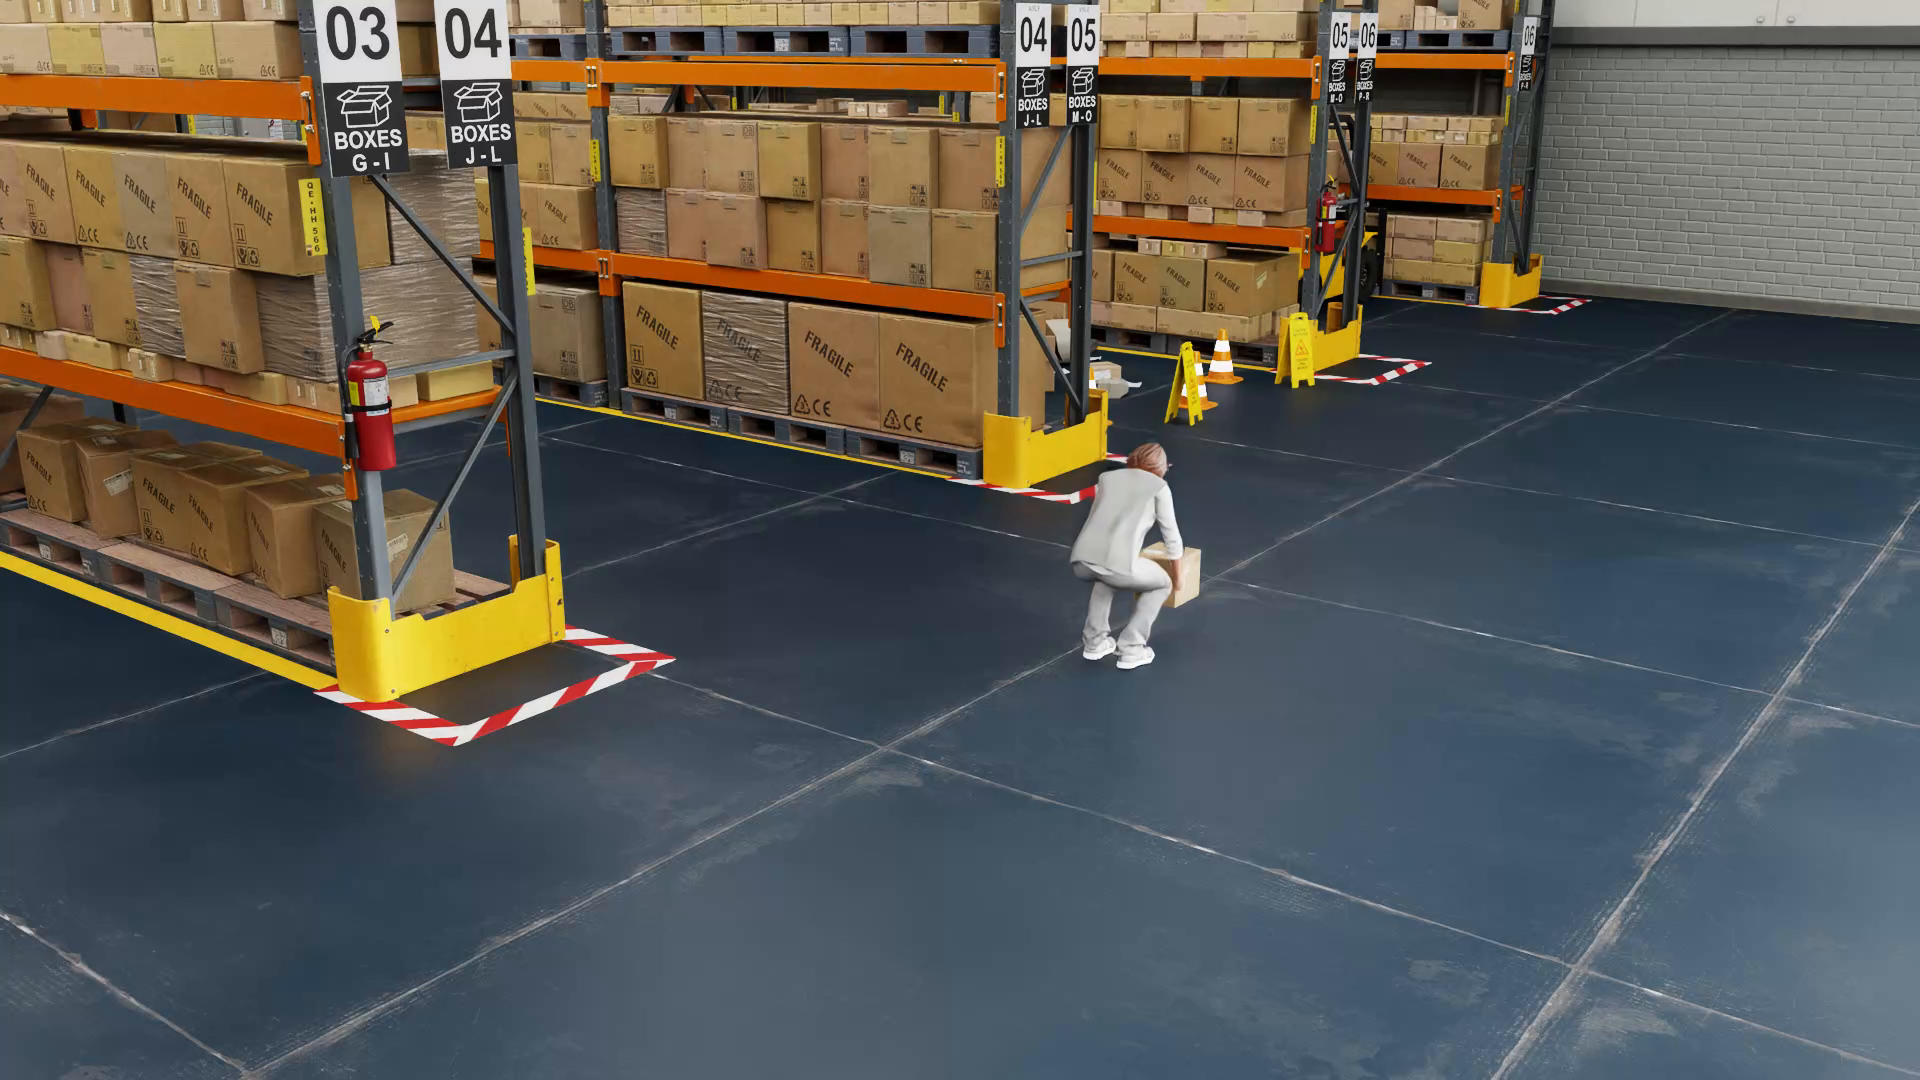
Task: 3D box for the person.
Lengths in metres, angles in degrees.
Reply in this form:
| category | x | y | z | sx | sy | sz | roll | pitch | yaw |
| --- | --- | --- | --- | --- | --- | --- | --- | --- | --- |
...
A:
| category | x | y | z | sx | sy | sz | roll | pitch | yaw |
| --- | --- | --- | --- | --- | --- | --- | --- | --- | --- |
| person | 0.810 | 0.088 | 8.261 | 0.457 | 1.025 | 0.757 | 12 | 21 | 35 |
